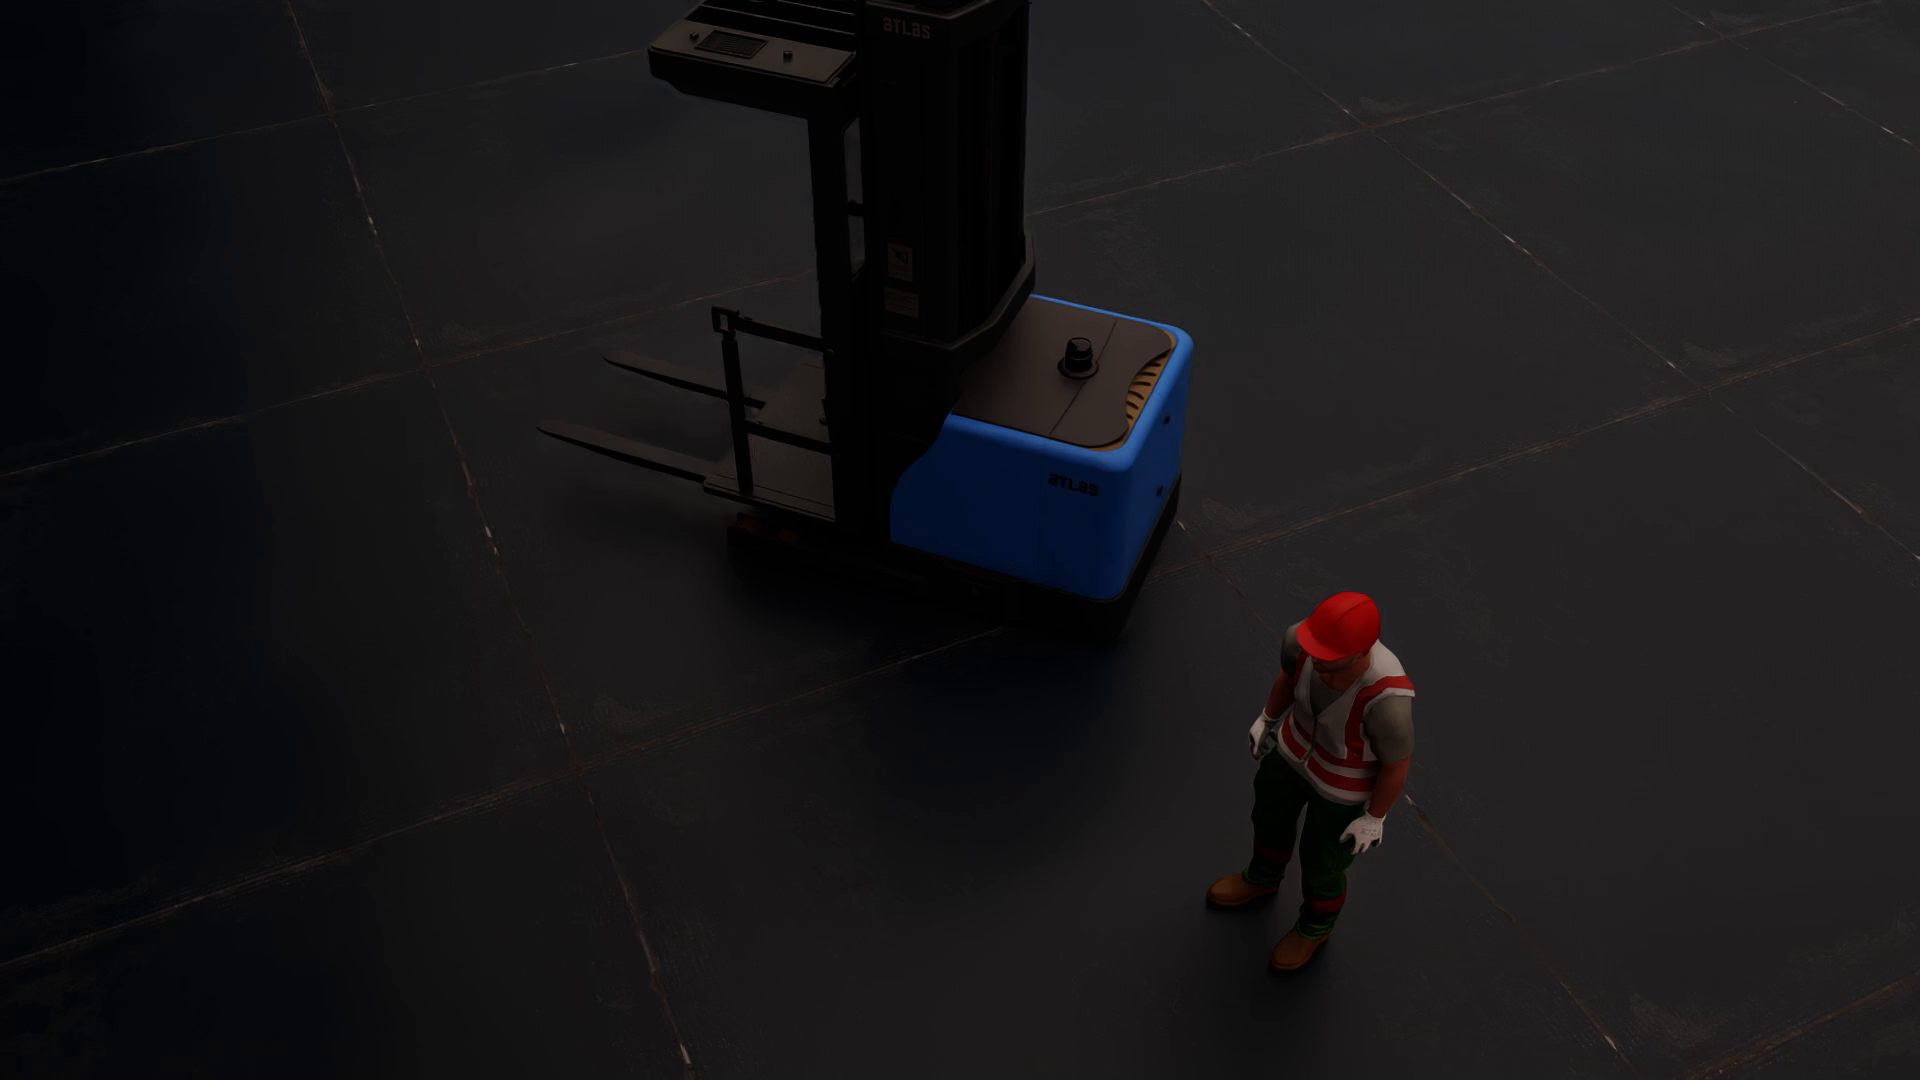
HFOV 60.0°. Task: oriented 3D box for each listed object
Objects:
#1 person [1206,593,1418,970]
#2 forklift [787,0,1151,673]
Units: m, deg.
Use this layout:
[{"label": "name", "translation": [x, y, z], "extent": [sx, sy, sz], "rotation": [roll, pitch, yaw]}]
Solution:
[{"label": "person", "translation": [1.223, 0.799, 5.672], "extent": [0.453, 1.777, 0.609], "rotation": [-25, 48, -24]}, {"label": "forklift", "translation": [-0.144, -1.525, 7.314], "extent": [1.130, 2.935, 3.031], "rotation": [-12, 44, -13]}]
